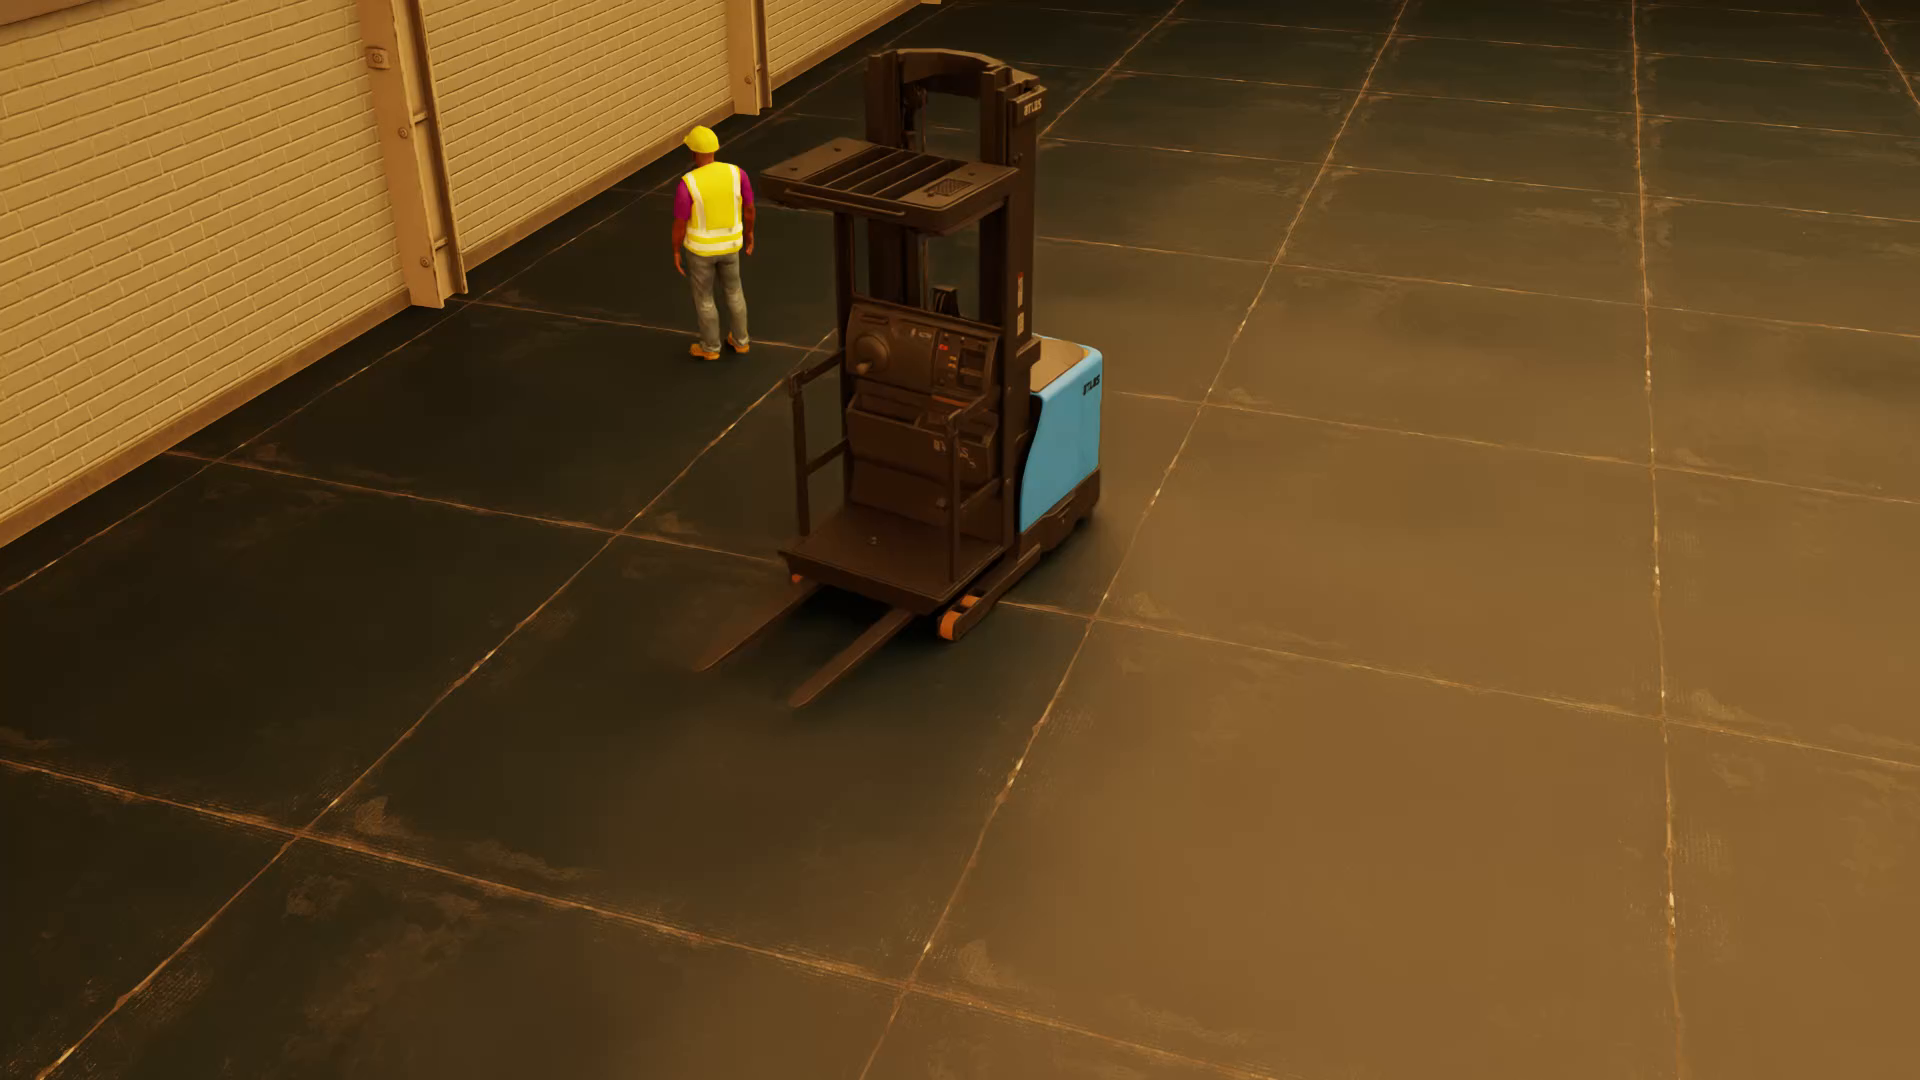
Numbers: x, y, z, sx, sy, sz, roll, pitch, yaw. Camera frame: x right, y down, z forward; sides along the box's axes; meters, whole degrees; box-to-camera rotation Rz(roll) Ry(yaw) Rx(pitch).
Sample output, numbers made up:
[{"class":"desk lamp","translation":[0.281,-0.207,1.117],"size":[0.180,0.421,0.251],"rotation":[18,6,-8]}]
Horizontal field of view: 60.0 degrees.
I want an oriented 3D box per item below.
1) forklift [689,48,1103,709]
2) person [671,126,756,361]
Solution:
[{"class":"forklift","translation":[-0.321,-0.979,8.854],"size":[1.130,2.935,3.031],"rotation":[16,34,26]},{"class":"person","translation":[-1.813,-2.158,12.104],"size":[0.662,1.775,0.517],"rotation":[-16,34,-26]}]
